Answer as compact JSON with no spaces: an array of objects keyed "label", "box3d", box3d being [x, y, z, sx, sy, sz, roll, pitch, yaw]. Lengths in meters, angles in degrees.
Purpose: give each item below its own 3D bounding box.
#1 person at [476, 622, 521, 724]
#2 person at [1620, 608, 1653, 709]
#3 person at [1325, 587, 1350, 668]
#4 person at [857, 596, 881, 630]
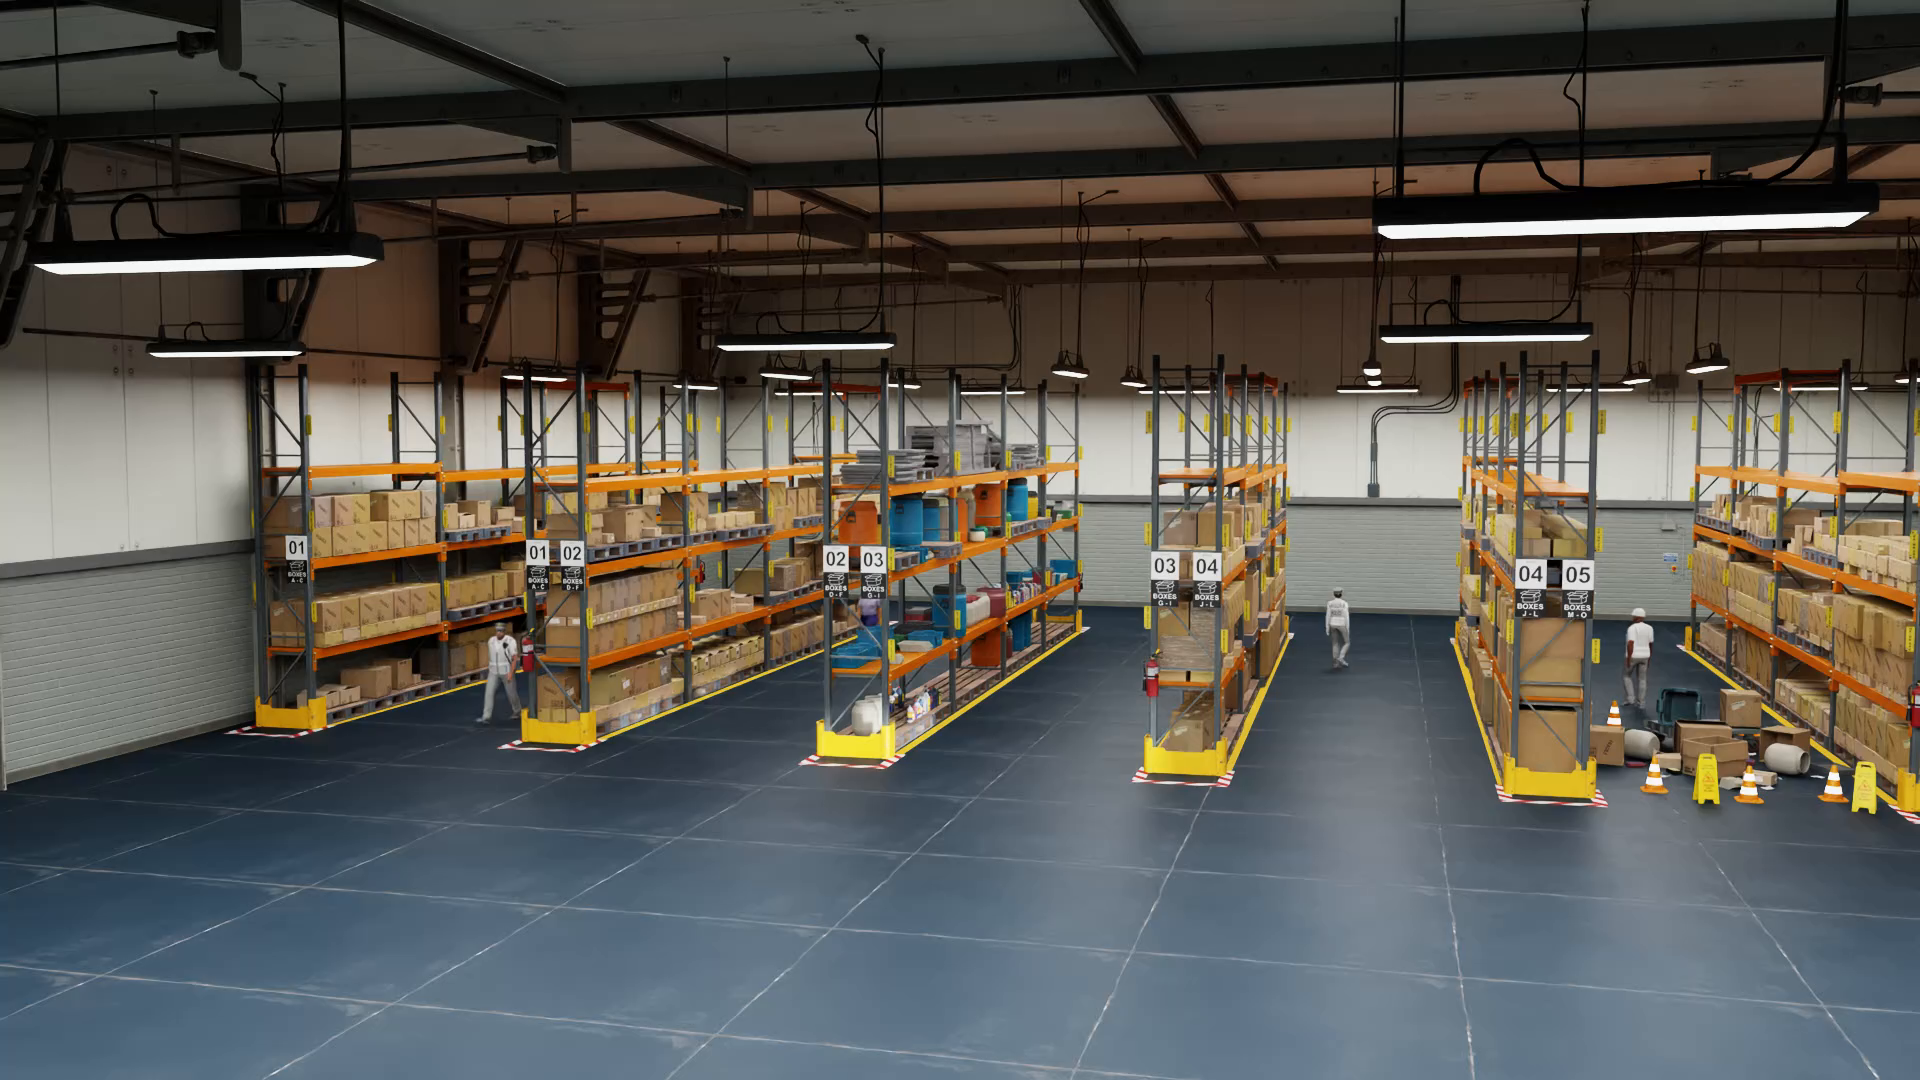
[{"label":"person","box3d":[-7.743,2.227,27.999,0.580,1.713,0.960,0,4,2]},{"label":"person","box3d":[12.002,2.092,29.372,0.550,1.764,0.530,0,4,0]},{"label":"person","box3d":[7.775,1.810,34.251,0.524,1.674,0.479,2,4,26]},{"label":"person","box3d":[-1.953,1.699,35.767,0.480,1.541,1.043,1,4,13]}]
